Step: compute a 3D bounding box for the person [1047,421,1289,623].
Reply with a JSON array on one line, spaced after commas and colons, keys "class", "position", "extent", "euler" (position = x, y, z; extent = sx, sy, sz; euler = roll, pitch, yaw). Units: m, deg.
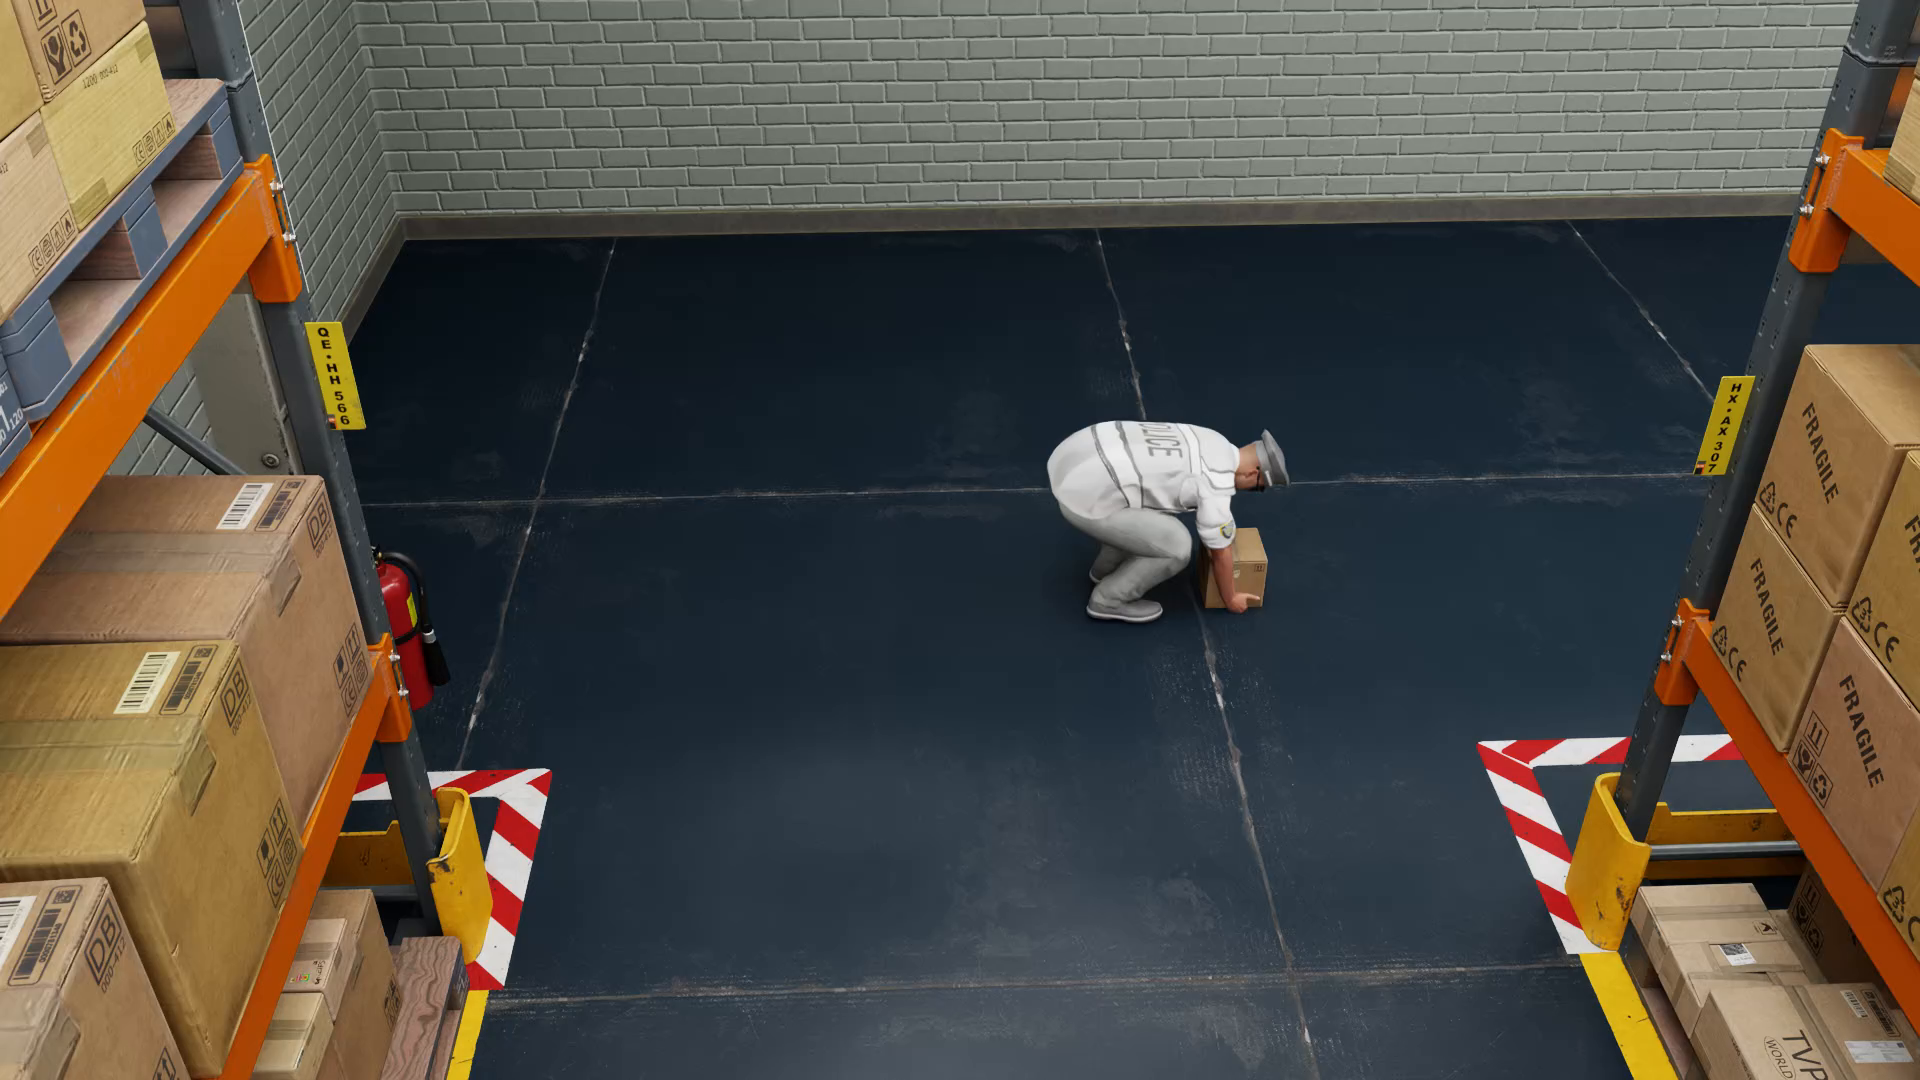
[{"class": "person", "position": [0.884, -0.100, 7.090], "extent": [1.031, 0.865, 0.524], "euler": [-3, 35, -4]}]
